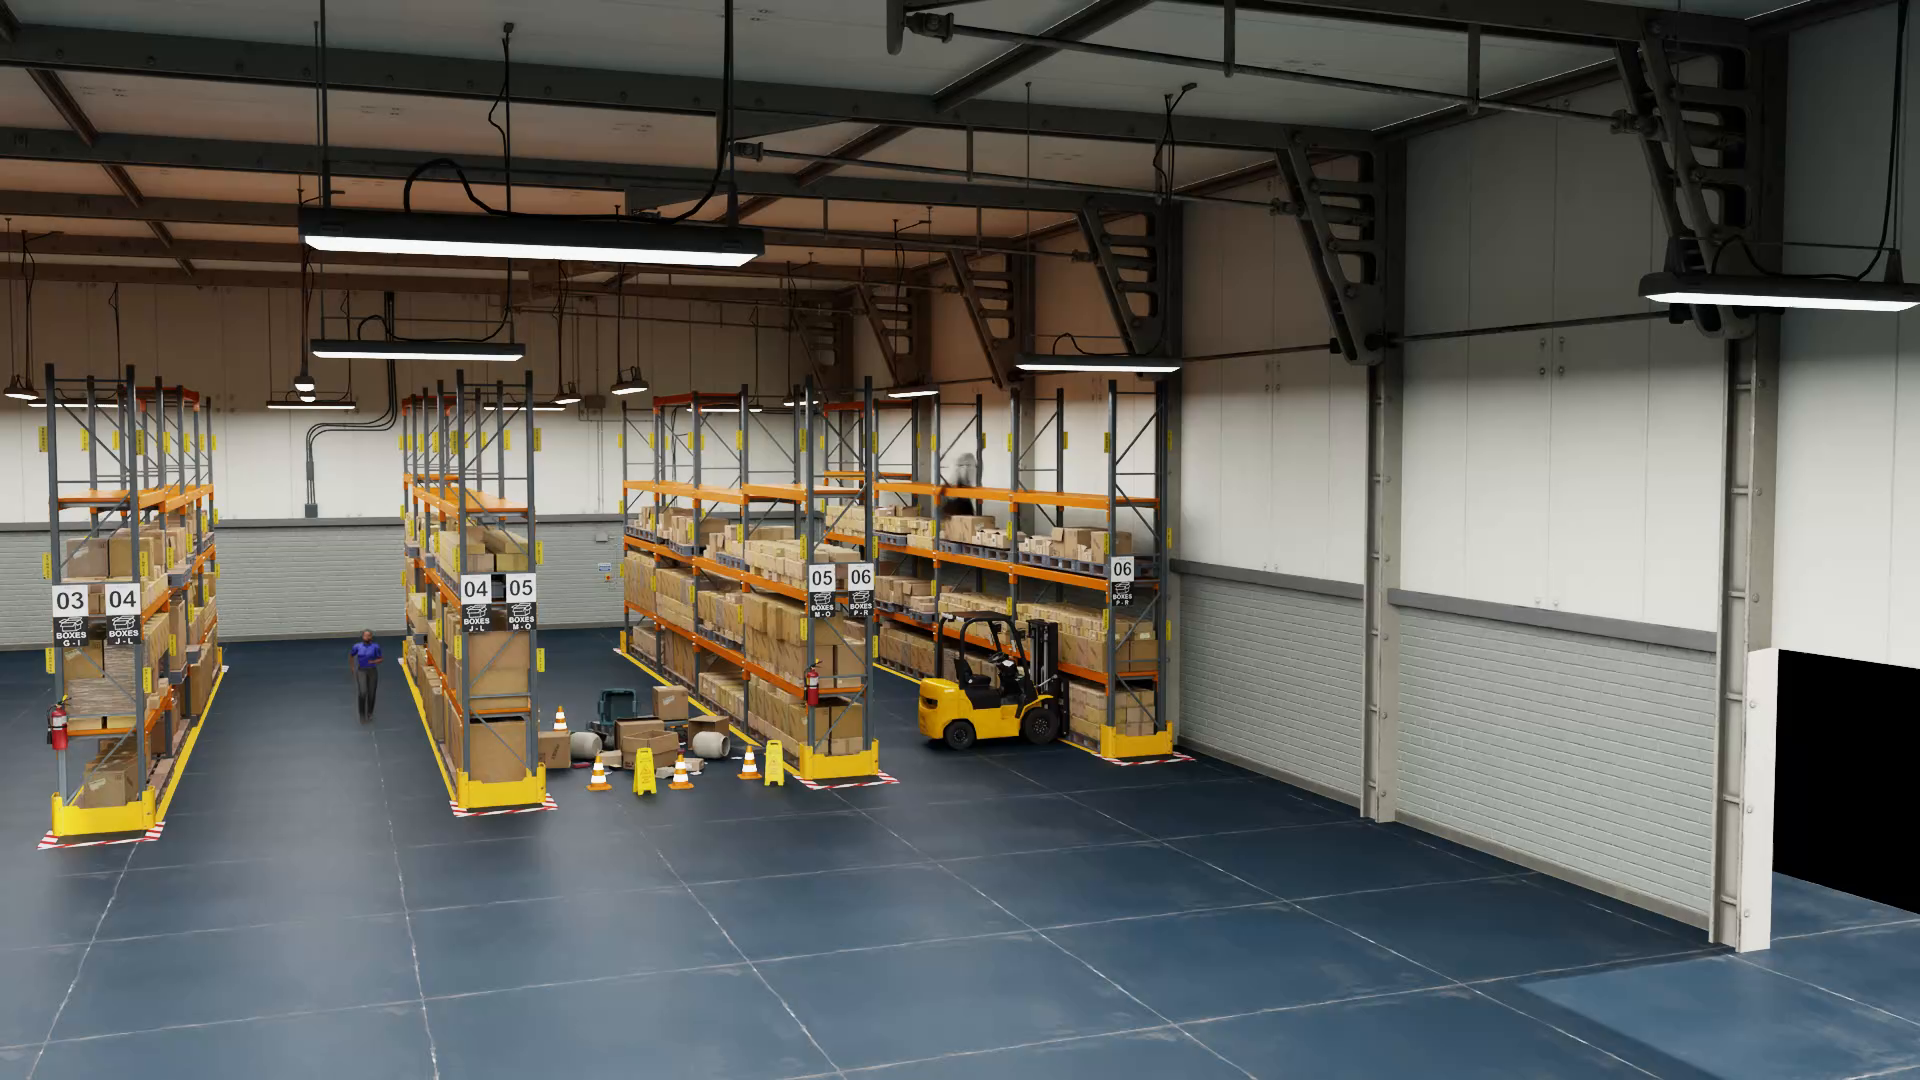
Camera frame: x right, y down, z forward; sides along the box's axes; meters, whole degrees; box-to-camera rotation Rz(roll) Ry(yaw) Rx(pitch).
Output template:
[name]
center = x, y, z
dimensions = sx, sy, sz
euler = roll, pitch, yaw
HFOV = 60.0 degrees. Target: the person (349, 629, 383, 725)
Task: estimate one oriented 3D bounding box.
[person]
center = -10.607, 2.446, 29.736
dimensions = 0.543, 1.701, 0.725
euler = -2, 4, -27
